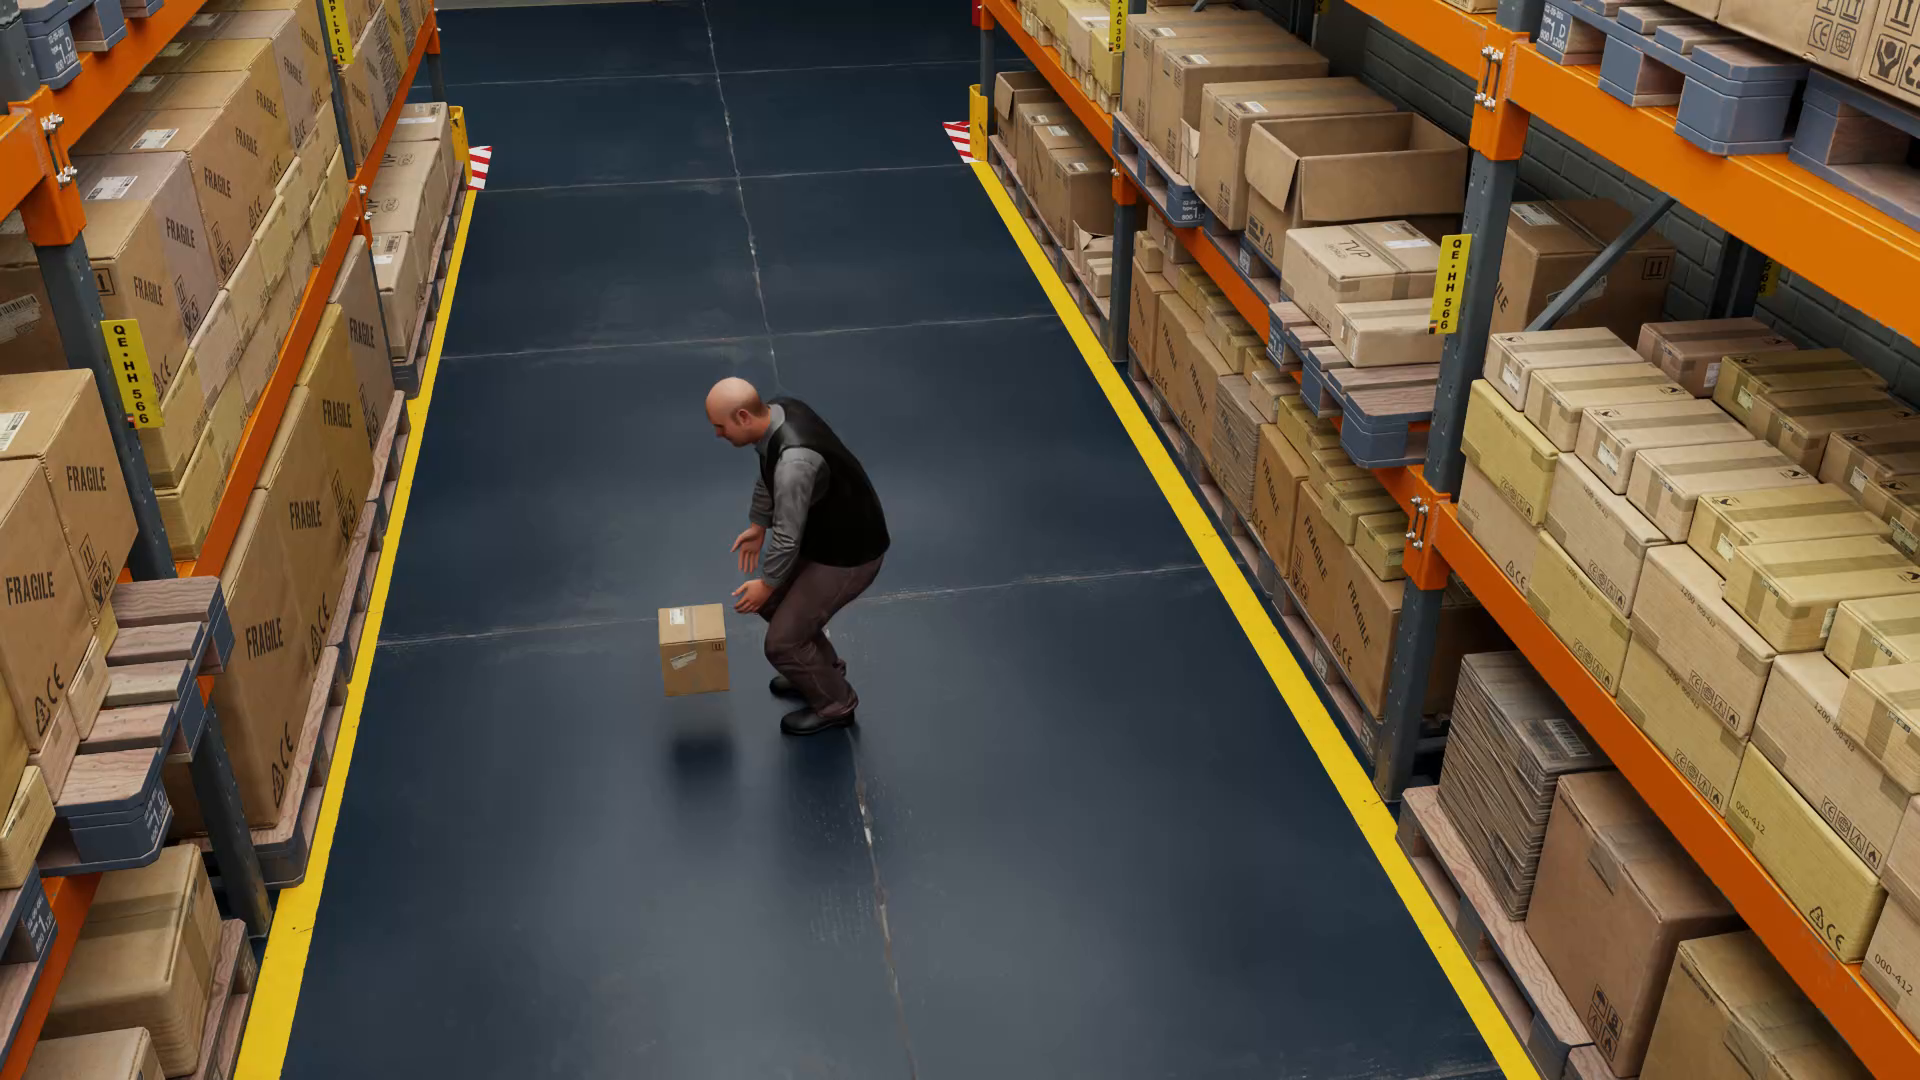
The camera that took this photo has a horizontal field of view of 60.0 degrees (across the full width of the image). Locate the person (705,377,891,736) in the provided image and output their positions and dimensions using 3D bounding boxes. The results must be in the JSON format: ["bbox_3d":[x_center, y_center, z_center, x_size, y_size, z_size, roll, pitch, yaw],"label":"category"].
[{"bbox_3d":[-0.591,0.050,6.310,0.647,1.488,0.589,-5,31,-9],"label":"person"}]
